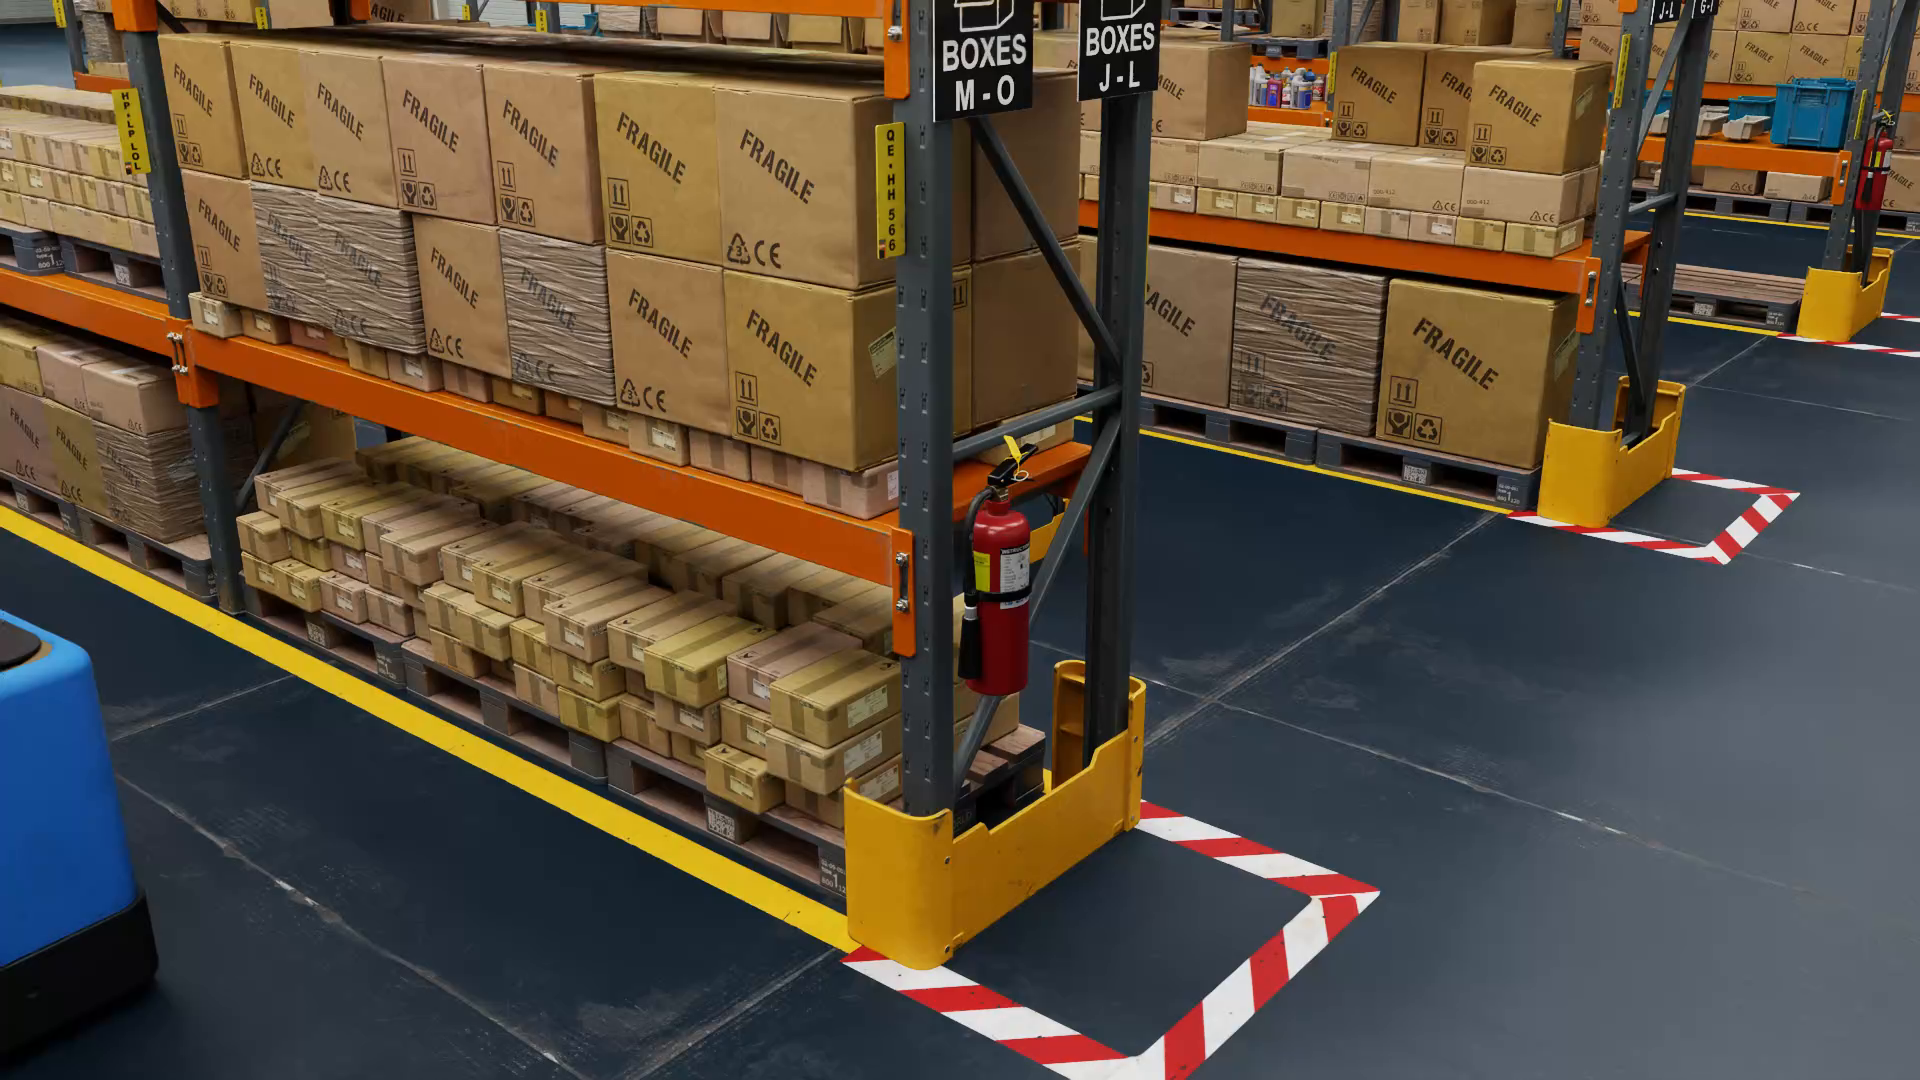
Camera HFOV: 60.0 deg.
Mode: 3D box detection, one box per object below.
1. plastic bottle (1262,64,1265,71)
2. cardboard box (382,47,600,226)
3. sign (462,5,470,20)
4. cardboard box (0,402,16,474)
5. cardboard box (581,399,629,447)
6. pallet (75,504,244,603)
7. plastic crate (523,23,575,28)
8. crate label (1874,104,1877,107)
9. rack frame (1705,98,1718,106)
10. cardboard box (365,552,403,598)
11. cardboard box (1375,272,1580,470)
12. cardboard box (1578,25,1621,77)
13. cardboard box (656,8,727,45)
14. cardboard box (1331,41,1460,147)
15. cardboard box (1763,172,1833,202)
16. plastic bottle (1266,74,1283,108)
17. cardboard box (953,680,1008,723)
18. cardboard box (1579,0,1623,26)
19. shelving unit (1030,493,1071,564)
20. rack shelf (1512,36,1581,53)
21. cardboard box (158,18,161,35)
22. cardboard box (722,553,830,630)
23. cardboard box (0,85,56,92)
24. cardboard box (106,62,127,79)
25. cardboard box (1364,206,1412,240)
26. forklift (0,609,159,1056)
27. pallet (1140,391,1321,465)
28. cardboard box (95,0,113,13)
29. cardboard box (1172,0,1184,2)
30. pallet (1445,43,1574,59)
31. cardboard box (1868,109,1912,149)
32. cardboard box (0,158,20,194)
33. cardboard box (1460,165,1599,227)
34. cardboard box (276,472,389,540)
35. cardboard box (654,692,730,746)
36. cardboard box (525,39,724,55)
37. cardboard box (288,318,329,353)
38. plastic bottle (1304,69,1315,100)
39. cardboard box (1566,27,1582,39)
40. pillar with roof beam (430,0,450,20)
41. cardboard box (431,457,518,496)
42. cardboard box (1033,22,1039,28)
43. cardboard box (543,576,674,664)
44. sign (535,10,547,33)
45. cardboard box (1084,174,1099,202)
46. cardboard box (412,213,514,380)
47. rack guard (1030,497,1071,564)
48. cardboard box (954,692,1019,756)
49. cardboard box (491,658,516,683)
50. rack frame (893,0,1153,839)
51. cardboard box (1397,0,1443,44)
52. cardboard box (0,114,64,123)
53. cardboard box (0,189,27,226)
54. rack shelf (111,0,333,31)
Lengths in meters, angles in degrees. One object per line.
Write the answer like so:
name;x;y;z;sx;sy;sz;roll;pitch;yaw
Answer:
plastic bottle;2.740;-4.243;15.334;0.133;0.283;0.061;16;26;36
cardboard box;-1.530;-1.353;5.525;0.500;0.500;0.500;15;25;34
sign;-6.206;-6.558;20.916;0.005;0.325;0.100;16;26;36
cardboard box;-4.824;-0.681;8.670;0.500;0.500;0.500;15;26;35
cardboard box;-1.007;-0.434;5.425;0.250;0.149;0.380;15;25;34
pallet;-3.508;-0.082;8.087;1.213;0.211;1.003;16;26;36
plastic crate;-5.277;-6.479;21.308;0.616;0.251;0.499;16;26;36
crate label;6.558;-3.103;12.299;0.303;0.233;0.416;16;26;36
rack frame;9.707;-6.609;21.443;0.127;3.000;1.000;16;26;36
cardboard box;-2.154;0.090;6.701;0.250;0.149;0.380;15;25;34
cardboard box;2.863;-0.978;8.926;0.875;0.875;0.875;16;26;36
cardboard box;6.800;-5.113;17.333;0.500;0.500;0.500;17;26;38
cardboard box;-1.729;-3.642;12.011;0.637;0.503;0.797;17;26;37
cardboard box;2.416;-2.481;9.224;0.500;0.500;0.500;15;25;35
cardboard box;8.382;-3.555;16.618;0.500;0.250;0.500;16;26;36
plastic bottle;2.725;-3.885;14.385;0.133;0.283;0.061;16;26;36
cardboard box;-0.048;0.490;5.642;0.250;0.149;0.380;17;27;38
cardboard box;6.764;-5.587;17.173;0.500;0.500;0.500;17;26;38
shelving unit;-0.059;-0.719;7.949;1.083;1.500;0.587;16;26;36
rack shelf;8.157;-6.719;22.753;4.000;0.370;1.077;16;26;36
cardboard box;-7.754;-5.078;16.819;0.500;0.500;0.875;16;26;36
cardboard box;-0.644;0.175;6.054;0.250;0.149;0.380;15;25;34
cardboard box;-5.333;-2.479;9.410;0.250;0.149;0.380;15;25;34
cardboard box;-8.550;-4.857;17.153;0.250;0.149;0.380;16;26;36
cardboard box;2.336;-1.697;8.772;0.250;0.149;0.380;17;26;37
forklift;-3.775;-0.247;4.669;3.031;2.935;1.130;14;25;33
pallet;1.800;-0.779;9.935;1.213;0.211;1.003;16;26;36
cardboard box;-8.349;-5.567;16.700;0.500;0.500;0.500;16;26;36
cardboard box;3.277;-8.846;26.496;0.500;0.500;0.500;15;26;35
pallet;6.027;-5.373;18.436;1.213;0.211;1.003;16;26;36
cardboard box;11.422;-5.096;20.378;0.500;0.500;0.700;15;25;35
cardboard box;-4.361;-1.760;7.923;0.250;0.149;0.380;16;26;37
cardboard box;2.866;-1.759;8.373;0.500;0.250;0.500;16;26;35
cardboard box;-2.592;-0.144;6.900;0.250;0.149;0.380;18;27;39
cardboard box;-0.798;0.522;5.557;0.250;0.149;0.380;15;25;34
cardboard box;-1.166;-1.494;5.897;0.500;0.500;0.500;15;25;35
cardboard box;-2.404;-0.861;6.556;0.250;0.149;0.380;15;25;34
plastic bottle;3.148;-4.111;15.002;0.097;0.271;0.097;0;21;0
cardboard box;8.309;-6.794;22.262;0.250;0.149;0.380;15;25;35
pillar with roof beam;-15.168;-15.013;35.226;0.400;9.000;9.100;16;26;36
cardboard box;-2.043;-0.247;7.173;0.250;0.149;0.380;16;26;36
cardboard box;1.177;-6.830;22.220;0.258;0.266;0.396;15;26;35
cardboard box;-1.218;0.274;5.792;0.250;0.149;0.380;17;27;38
sign;-3.124;-3.794;12.449;0.005;0.325;0.100;16;26;36
cardboard box;0.942;-2.097;9.834;0.250;0.149;0.380;15;25;35
cardboard box;-1.490;-0.878;5.682;0.500;0.500;0.500;18;27;39
rack guard;0.327;-0.023;7.875;0.087;0.250;0.587;16;26;36
cardboard box;-0.008;0.612;5.740;0.250;0.149;0.380;17;26;37
cardboard box;-1.542;0.409;6.278;0.250;0.149;0.380;17;27;38
rack frame;0.195;-0.321;4.769;0.127;3.000;1.000;16;26;36
cardboard box;5.169;-5.875;18.759;0.500;0.500;0.700;9;23;23
cardboard box;-4.557;-1.958;8.027;0.250;0.149;0.380;16;26;36
cardboard box;-4.348;-1.617;7.966;0.250;0.149;0.380;17;27;39
rack shelf;-4.453;-2.727;7.917;4.000;0.370;1.077;16;26;36
